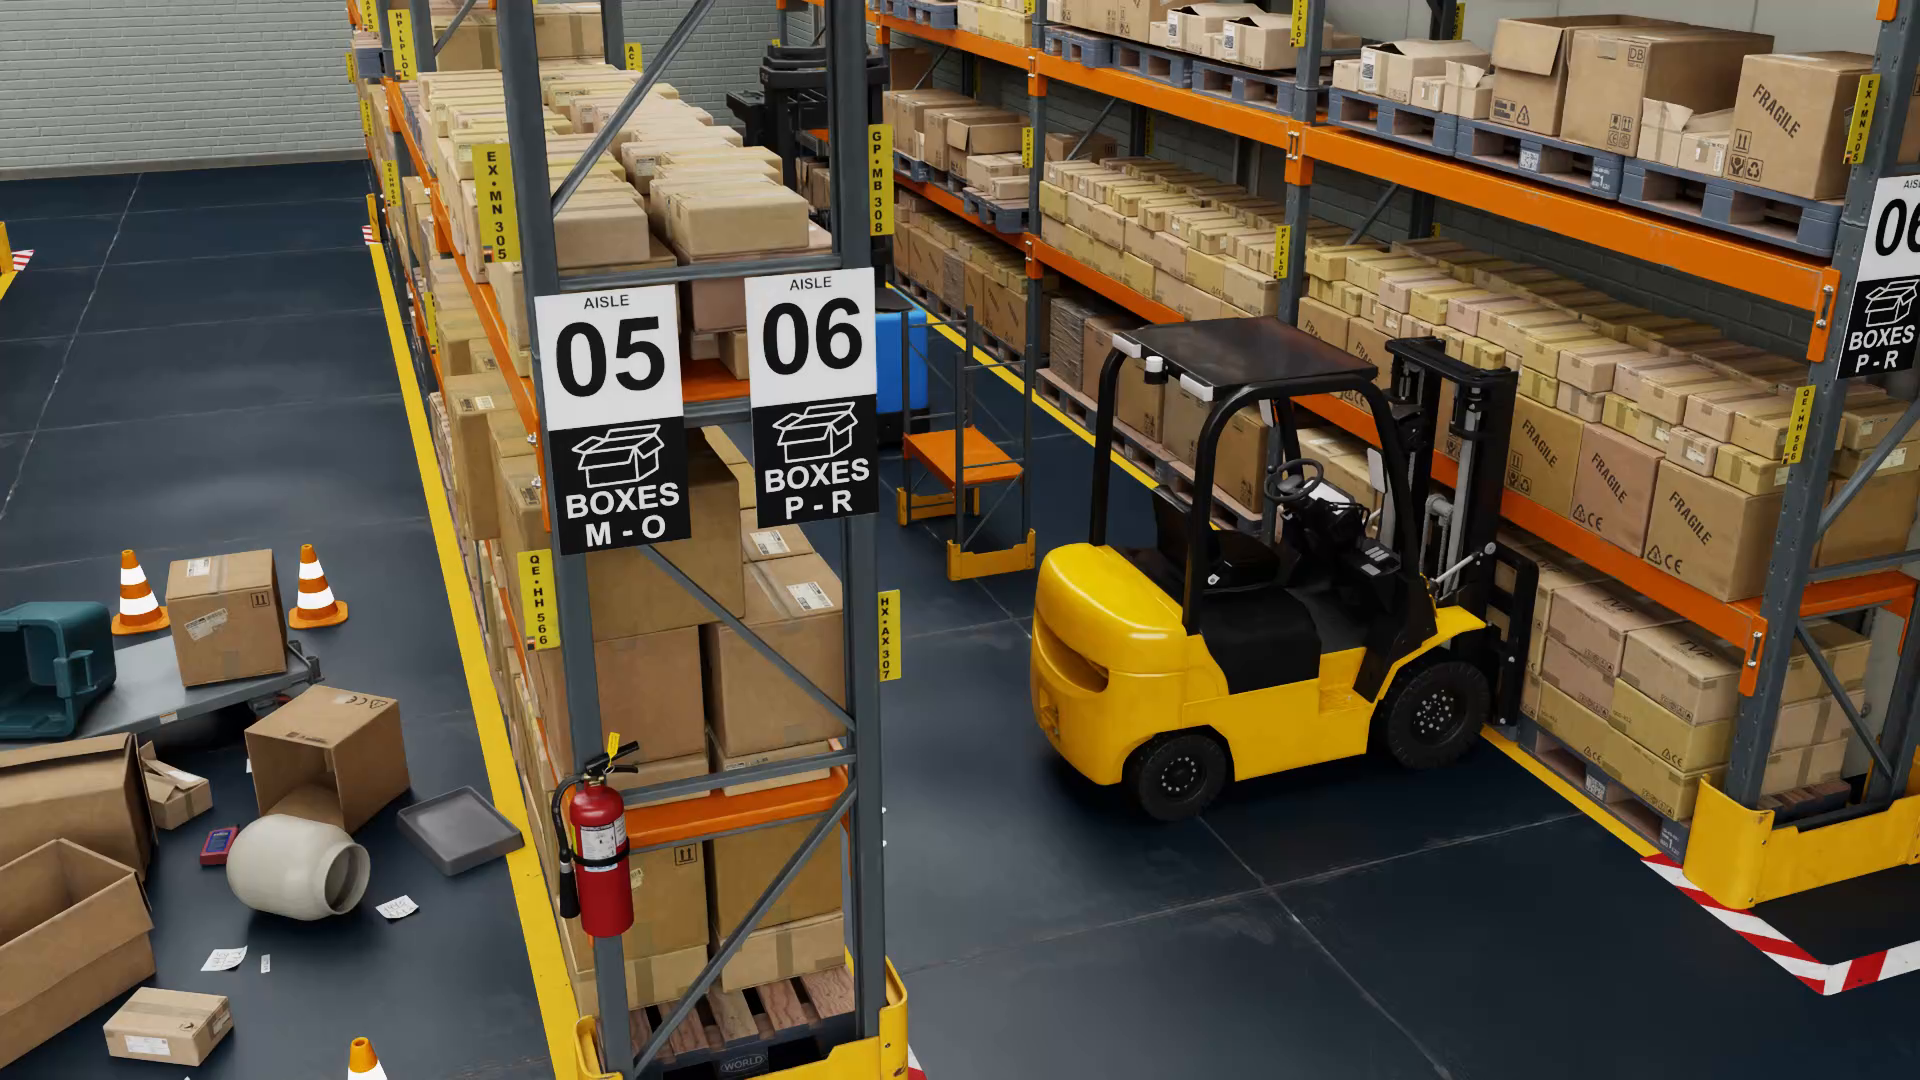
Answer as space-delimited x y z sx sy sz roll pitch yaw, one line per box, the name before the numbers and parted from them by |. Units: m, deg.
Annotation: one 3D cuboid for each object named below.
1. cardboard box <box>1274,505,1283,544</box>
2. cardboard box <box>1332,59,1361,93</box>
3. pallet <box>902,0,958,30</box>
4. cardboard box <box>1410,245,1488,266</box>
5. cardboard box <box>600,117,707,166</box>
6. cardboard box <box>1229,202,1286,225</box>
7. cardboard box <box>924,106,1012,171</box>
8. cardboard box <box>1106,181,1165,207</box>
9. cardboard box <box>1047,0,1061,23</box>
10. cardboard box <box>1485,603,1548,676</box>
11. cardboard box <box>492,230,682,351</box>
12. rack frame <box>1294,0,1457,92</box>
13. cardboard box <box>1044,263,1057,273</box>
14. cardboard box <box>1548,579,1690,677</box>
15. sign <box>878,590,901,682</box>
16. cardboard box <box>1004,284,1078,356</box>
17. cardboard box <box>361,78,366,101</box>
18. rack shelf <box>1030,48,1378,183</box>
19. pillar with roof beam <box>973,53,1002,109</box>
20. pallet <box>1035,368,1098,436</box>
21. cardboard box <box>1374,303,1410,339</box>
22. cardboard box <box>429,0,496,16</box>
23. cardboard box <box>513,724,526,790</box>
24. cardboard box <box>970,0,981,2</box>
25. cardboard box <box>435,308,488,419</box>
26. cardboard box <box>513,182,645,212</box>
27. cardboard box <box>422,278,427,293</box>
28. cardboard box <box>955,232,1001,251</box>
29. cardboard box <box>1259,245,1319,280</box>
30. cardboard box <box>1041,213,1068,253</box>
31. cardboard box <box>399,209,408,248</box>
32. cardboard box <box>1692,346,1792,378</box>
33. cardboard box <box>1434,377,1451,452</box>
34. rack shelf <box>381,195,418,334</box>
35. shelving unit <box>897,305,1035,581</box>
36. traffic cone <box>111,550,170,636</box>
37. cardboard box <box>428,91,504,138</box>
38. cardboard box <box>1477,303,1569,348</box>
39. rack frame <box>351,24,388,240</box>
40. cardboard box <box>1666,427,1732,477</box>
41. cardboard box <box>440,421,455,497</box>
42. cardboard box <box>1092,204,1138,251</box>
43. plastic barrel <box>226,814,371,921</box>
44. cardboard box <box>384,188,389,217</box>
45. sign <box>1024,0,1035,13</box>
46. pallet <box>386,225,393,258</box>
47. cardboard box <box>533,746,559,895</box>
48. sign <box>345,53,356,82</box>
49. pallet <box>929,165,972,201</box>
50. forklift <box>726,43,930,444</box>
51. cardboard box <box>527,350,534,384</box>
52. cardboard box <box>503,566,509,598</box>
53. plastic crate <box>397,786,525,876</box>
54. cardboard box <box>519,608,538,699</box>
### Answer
cardboard box | 2.337 -0.047 10.500 0.500 0.250 0.500 -8 24 -18
cardboard box | 2.351 -2.643 9.452 0.380 0.149 0.250 -8 24 -18
pallet | 0.184 -4.922 15.445 1.213 0.211 1.003 -8 24 -19
cardboard box | 2.921 -1.653 9.962 0.380 0.149 0.250 -9 24 -20
cardboard box | -1.196 -1.555 6.511 0.380 0.149 0.250 -8 24 -18
cardboard box | 2.152 -2.315 11.916 0.380 0.149 0.250 -9 24 -19
cardboard box | 0.072 -3.809 15.755 0.700 0.500 0.500 -8 24 -19
cardboard box | 1.331 -2.617 12.633 0.380 0.149 0.250 -8 24 -18
cardboard box | 0.902 -4.141 12.983 0.380 0.166 0.250 -8 24 -19
cardboard box | 3.056 0.452 8.671 0.500 0.250 0.500 -9 24 -20
cardboard box | -1.186 -0.805 5.247 0.500 0.250 0.500 -9 24 -20
rack frame | 2.476 -4.107 9.407 1.000 3.000 0.127 -8 24 -19
cardboard box | 0.939 -2.548 15.276 0.380 0.149 0.250 -8 24 -18
cardboard box | 3.249 0.415 8.116 0.500 0.250 0.500 -8 24 -18
sign | -0.246 0.320 5.514 0.100 0.325 0.005 -8 24 -19
cardboard box | 0.713 -1.961 14.719 0.500 0.500 0.500 -8 24 -17
cardboard box | -5.778 -4.576 16.829 0.500 0.500 0.500 -8 24 -18
rack shelf | 1.770 -3.120 11.854 1.077 0.370 4.000 -8 24 -19
pillar with roof beam | -3.780 -6.799 15.796 9.100 9.000 0.400 -8 24 -19
pallet | 1.317 -1.206 13.840 1.003 0.211 1.213 -8 24 -19
cardboard box | 2.571 -1.251 9.391 0.380 0.149 0.250 -8 24 -18
cardboard box | -2.871 -2.958 9.552 0.500 0.250 0.500 -8 24 -18
cardboard box | -1.821 1.050 7.896 0.500 0.250 0.500 -9 24 -20
cardboard box | 0.283 -4.859 14.735 0.380 0.149 0.250 -8 24 -17
cardboard box | -1.902 -0.739 7.343 0.700 0.500 0.500 -9 24 -20
cardboard box | -1.204 -1.022 5.247 0.380 0.149 0.250 -8 24 -18
cardboard box | -3.439 -1.731 11.279 0.380 0.149 0.250 -8 24 -19
cardboard box | 0.170 -2.863 16.022 0.380 0.149 0.250 -8 24 -19
cardboard box | 2.148 -1.781 10.649 0.380 0.149 0.250 -7 24 -17
cardboard box | 0.991 -2.532 13.588 0.500 0.250 0.500 -8 24 -19
cardboard box | -3.988 -2.416 12.668 0.500 0.250 0.500 -8 24 -19
cardboard box | 3.730 -0.808 7.958 0.380 0.149 0.250 -8 24 -19
cardboard box | 2.768 -0.820 9.206 0.500 0.500 0.500 -9 24 -20
rack shelf | -4.286 -2.508 14.265 1.077 0.370 4.000 -8 24 -19
shelving unit | 0.027 -0.663 10.893 0.587 1.500 1.083 -8 24 -19
traffic cone | -4.952 0.283 9.984 0.336 0.463 0.334 -8 24 -19
cardboard box | -2.088 -1.848 7.206 0.380 0.149 0.250 -9 24 -19
cardboard box | 2.945 -1.122 8.704 0.380 0.149 0.250 -8 24 -19
rack frame | -6.405 -5.020 19.298 1.000 3.000 0.127 -8 24 -19
cardboard box | 3.387 -0.410 7.397 0.380 0.149 0.250 -8 24 -18
cardboard box | -3.121 -0.622 11.706 0.950 0.372 0.625 -9 24 -20
cardboard box | 1.335 -2.387 12.601 0.500 0.250 0.500 -9 24 -20
plastic barrel | -2.899 1.438 7.293 0.512 0.421 0.421 8 24 18
cardboard box | -4.733 -2.925 14.521 0.500 0.250 0.500 -9 24 -19
sign | 0.555 -4.342 13.163 0.100 0.325 0.005 -8 24 -19
pallet | -6.050 -3.455 19.176 1.003 0.211 1.213 -8 24 -19
cardboard box | -1.468 1.077 6.866 0.500 0.500 0.500 -7 24 -17
sign | -6.927 -5.381 18.939 0.100 0.325 0.005 -8 24 -19
pallet | 0.372 -3.413 15.733 1.003 0.211 1.213 -8 24 -19
forklift | -1.224 -2.568 13.569 1.130 2.935 3.031 -8 24 -19
cardboard box | -1.141 -0.564 5.188 0.380 0.149 0.250 -8 24 -19
cardboard box | -1.797 0.168 7.312 0.380 0.149 0.250 -8 24 -19
plastic crate | -2.379 1.369 7.900 0.402 0.080 0.583 -18 29 -37
cardboard box | -1.375 0.269 6.239 0.500 0.500 0.500 -8 24 -19
